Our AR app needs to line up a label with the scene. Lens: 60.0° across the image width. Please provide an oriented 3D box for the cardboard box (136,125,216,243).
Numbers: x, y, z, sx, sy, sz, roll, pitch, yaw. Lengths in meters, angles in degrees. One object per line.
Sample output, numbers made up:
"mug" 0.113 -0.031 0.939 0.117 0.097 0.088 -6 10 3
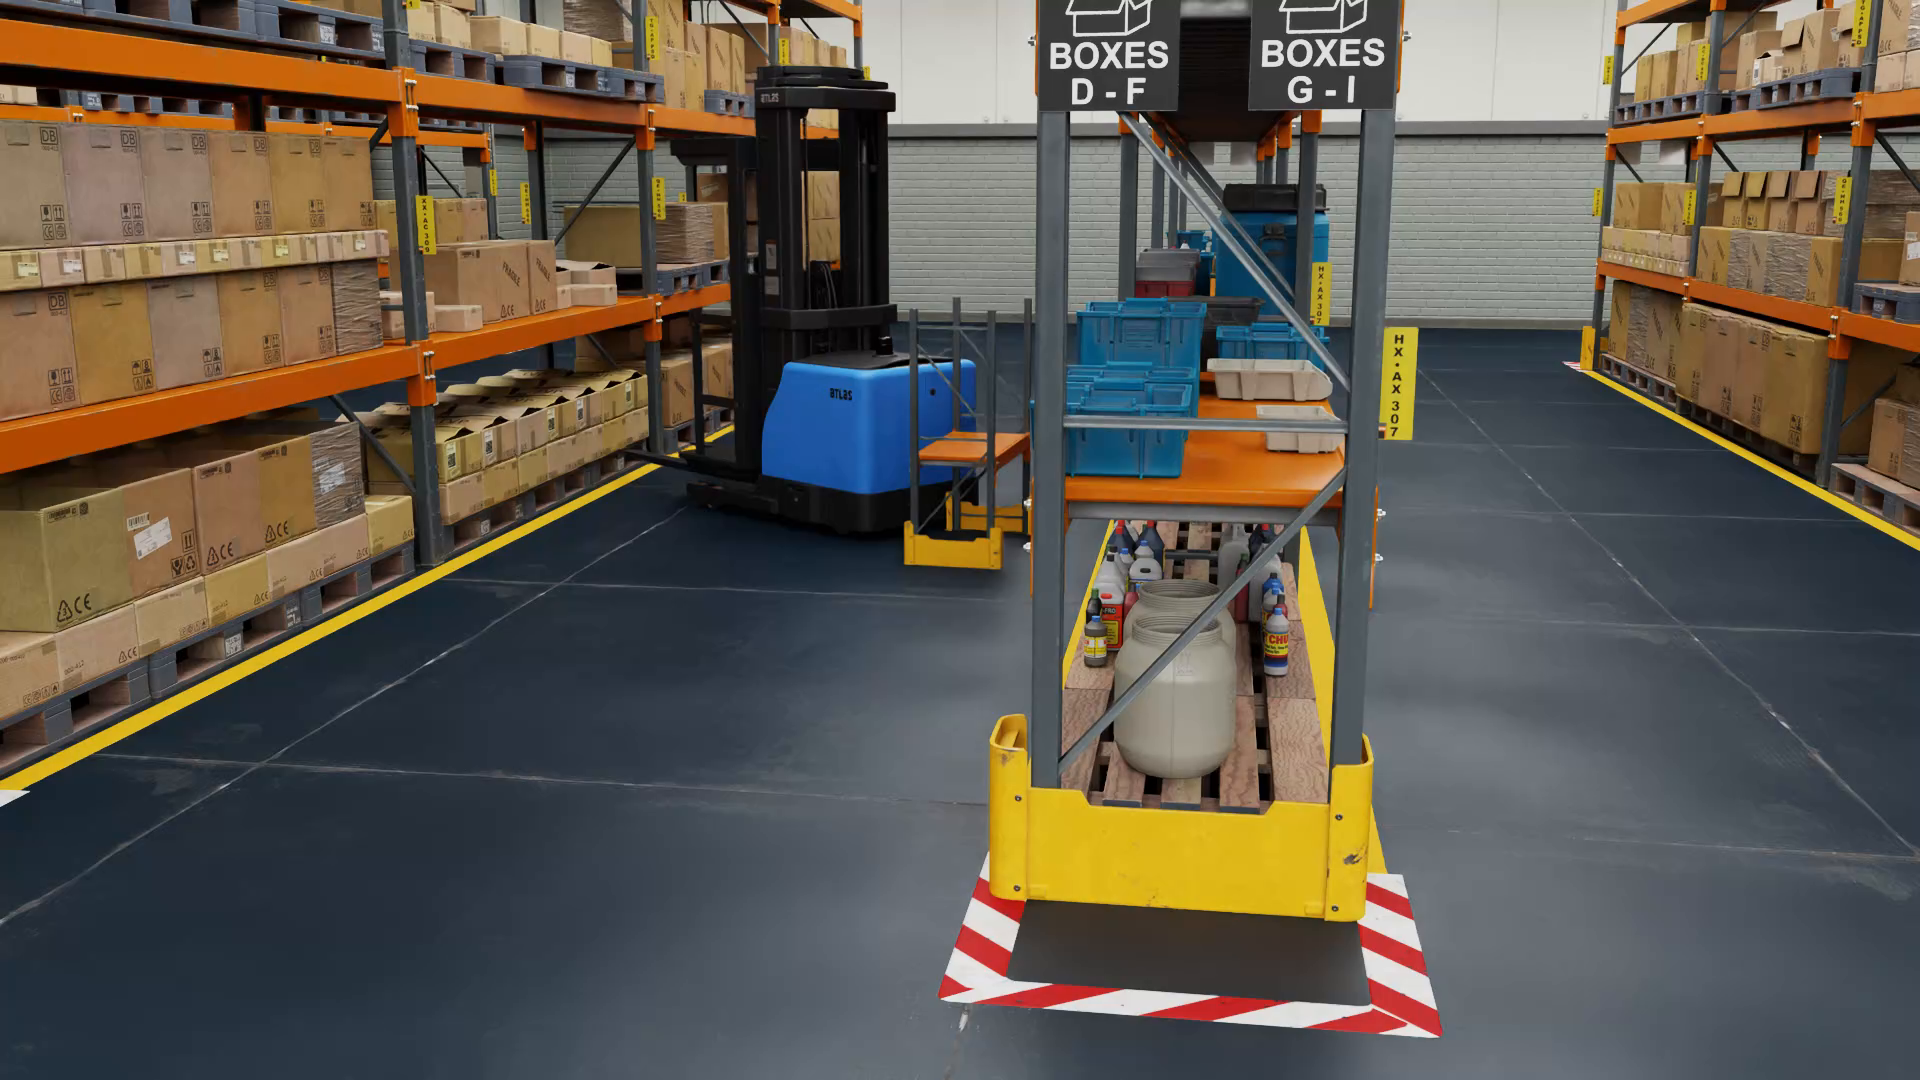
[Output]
"cardboard box" -3.849 -1.607 7.511 0.700 0.500 0.500 2 12 9

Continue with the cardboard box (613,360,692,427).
"cardboard box" -2.588 -1.241 14.020 0.500 0.500 0.500 2 12 11

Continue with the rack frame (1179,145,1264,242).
"rack frame" 3.184 -3.666 20.385 1.000 3.000 0.127 2 12 9

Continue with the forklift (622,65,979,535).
"forklift" -1.263 -1.708 11.462 1.130 2.935 3.031 -12 17 -43

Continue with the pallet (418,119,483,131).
"pallet" -6.709 -5.255 20.850 1.003 0.211 1.213 2 12 9

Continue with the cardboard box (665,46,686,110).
"cardboard box" -2.828 -3.875 13.999 0.910 0.500 0.500 2 12 9

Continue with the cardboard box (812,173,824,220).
"cardboard box" -1.816 -3.836 18.562 0.500 0.500 0.500 2 12 7

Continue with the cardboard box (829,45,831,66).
"cardboard box" -1.933 -5.623 19.733 0.700 0.500 0.500 2 12 9

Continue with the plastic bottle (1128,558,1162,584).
"plastic bottle" 0.860 0.230 7.726 0.152 0.276 0.135 2 12 9

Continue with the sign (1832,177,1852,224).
"sign" 6.299 -2.424 11.871 0.100 0.325 0.005 2 12 9

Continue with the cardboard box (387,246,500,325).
"cardboard box" -3.340 -1.647 10.780 0.500 0.500 0.500 3 12 13

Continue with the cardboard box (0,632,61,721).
"cardboard box" -3.868 0.538 6.409 0.500 0.250 0.500 2 12 9

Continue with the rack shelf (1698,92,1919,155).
"rack shelf" 7.155 -3.371 13.605 1.077 0.370 4.000 2 12 9

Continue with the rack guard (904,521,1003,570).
"rack guard" -0.038 0.030 9.759 0.587 0.250 0.087 3 13 14

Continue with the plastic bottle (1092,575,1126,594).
"plastic bottle" 0.660 0.304 7.384 0.152 0.276 0.135 2 12 7

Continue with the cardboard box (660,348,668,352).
"cardboard box" -2.948 -1.465 15.062 0.500 0.500 0.500 1 12 7

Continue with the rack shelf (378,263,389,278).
"rack shelf" -6.913 -3.219 20.019 1.077 0.370 4.000 2 12 9

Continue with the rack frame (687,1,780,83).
"rack frame" -2.325 -5.927 16.638 1.000 3.000 0.127 2 12 9

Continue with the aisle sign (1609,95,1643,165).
"aisle sign" 7.793 -4.801 19.481 0.394 0.787 0.004 2 12 9

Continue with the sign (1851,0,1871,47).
"sign" 6.301 -3.618 11.626 0.100 0.325 0.005 2 12 9

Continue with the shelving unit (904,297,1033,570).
"shelving unit" 0.082 -0.682 10.100 0.587 1.500 1.083 3 13 14

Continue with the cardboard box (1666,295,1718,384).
"cardboard box" 7.643 -1.974 16.582 0.875 0.875 0.875 2 12 9

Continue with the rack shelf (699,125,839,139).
"rack shelf" -2.017 -4.526 18.961 1.077 0.370 4.000 2 12 9

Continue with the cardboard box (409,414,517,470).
"cardboard box" -3.163 -0.647 10.573 0.500 0.311 0.500 2 12 8

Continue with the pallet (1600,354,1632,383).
"pallet" 8.032 -1.974 19.150 1.003 0.211 1.213 2 12 9

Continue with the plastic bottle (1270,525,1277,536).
"plastic bottle" 1.591 0.055 8.520 0.061 0.283 0.133 3 12 11

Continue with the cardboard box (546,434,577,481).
"cardboard box" -3.012 -0.587 11.626 0.500 0.250 0.500 2 12 10

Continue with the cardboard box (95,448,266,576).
"cardboard box" -3.635 -0.141 7.778 0.500 0.500 0.500 2 12 9

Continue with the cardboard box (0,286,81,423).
"cardboard box" -4.010 -0.752 6.625 0.700 0.500 0.500 2 12 10

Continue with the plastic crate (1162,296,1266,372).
"plastic crate" 1.132 -1.033 8.314 0.767 0.338 0.504 2 12 9

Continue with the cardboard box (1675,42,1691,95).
"cardboard box" 7.611 -4.719 16.679 0.700 0.500 0.500 3 12 12

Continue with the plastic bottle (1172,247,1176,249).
"plastic bottle" 1.885 -2.411 14.677 0.144 0.351 0.185 2 12 9

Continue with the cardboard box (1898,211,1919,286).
"cardboard box" 6.804 -1.981 11.331 0.500 0.500 0.500 0 12 2

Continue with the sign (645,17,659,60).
"sign" -2.393 -3.900 12.936 0.100 0.325 0.005 2 12 9

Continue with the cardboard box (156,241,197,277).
"cardboard box" -3.660 -1.257 7.431 0.380 0.149 0.250 2 12 9

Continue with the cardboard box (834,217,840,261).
"cardboard box" -1.668 -3.563 19.667 0.500 0.500 0.500 2 12 9

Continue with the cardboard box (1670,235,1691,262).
"cardboard box" 7.272 -2.846 16.227 0.500 0.250 0.500 2 12 8

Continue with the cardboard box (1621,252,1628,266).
"cardboard box" 7.541 -3.106 18.381 0.380 0.149 0.250 2 12 8

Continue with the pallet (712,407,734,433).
"pallet" -2.598 -1.206 15.590 1.003 0.211 1.213 2 12 9

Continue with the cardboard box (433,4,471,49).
"cardboard box" -3.369 -3.170 10.323 0.500 0.250 0.500 1 12 3

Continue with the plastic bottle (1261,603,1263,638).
"plastic bottle" 1.393 0.337 7.407 0.097 0.201 0.097 0 12 0

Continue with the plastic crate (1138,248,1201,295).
"plastic crate" 1.403 -1.706 11.136 0.402 0.464 0.583 2 12 9

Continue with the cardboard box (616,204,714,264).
"cardboard box" -2.625 -2.735 14.831 0.700 0.500 0.500 4 13 19

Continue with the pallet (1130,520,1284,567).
"pallet" 1.421 0.030 9.852 1.003 0.211 1.213 2 12 9

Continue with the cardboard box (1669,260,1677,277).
"cardboard box" 7.226 -2.678 16.396 0.380 0.149 0.250 2 12 10

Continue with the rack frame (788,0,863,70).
"rack frame" -1.710 -6.760 20.501 1.000 3.000 0.127 2 12 9

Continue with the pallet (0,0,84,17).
"pallet" -4.036 -2.066 6.051 1.003 0.211 1.213 2 12 9

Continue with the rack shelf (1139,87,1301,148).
"rack shelf" 1.646 -2.699 10.486 1.077 0.370 4.000 2 12 9

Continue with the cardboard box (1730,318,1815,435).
"cardboard box" 7.119 -1.335 13.616 1.225 0.875 0.875 2 12 9

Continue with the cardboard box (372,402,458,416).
"cardboard box" -3.623 -0.771 11.148 0.500 0.311 0.500 2 12 8

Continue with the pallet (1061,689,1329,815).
"pallet" 0.819 0.841 6.088 1.003 0.211 1.213 2 12 9

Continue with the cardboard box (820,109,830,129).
"cardboard box" -1.773 -4.793 18.851 0.500 0.250 0.500 2 12 9

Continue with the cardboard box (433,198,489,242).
"cardboard box" -6.674 -4.027 21.349 0.980 0.700 0.700 2 12 11
